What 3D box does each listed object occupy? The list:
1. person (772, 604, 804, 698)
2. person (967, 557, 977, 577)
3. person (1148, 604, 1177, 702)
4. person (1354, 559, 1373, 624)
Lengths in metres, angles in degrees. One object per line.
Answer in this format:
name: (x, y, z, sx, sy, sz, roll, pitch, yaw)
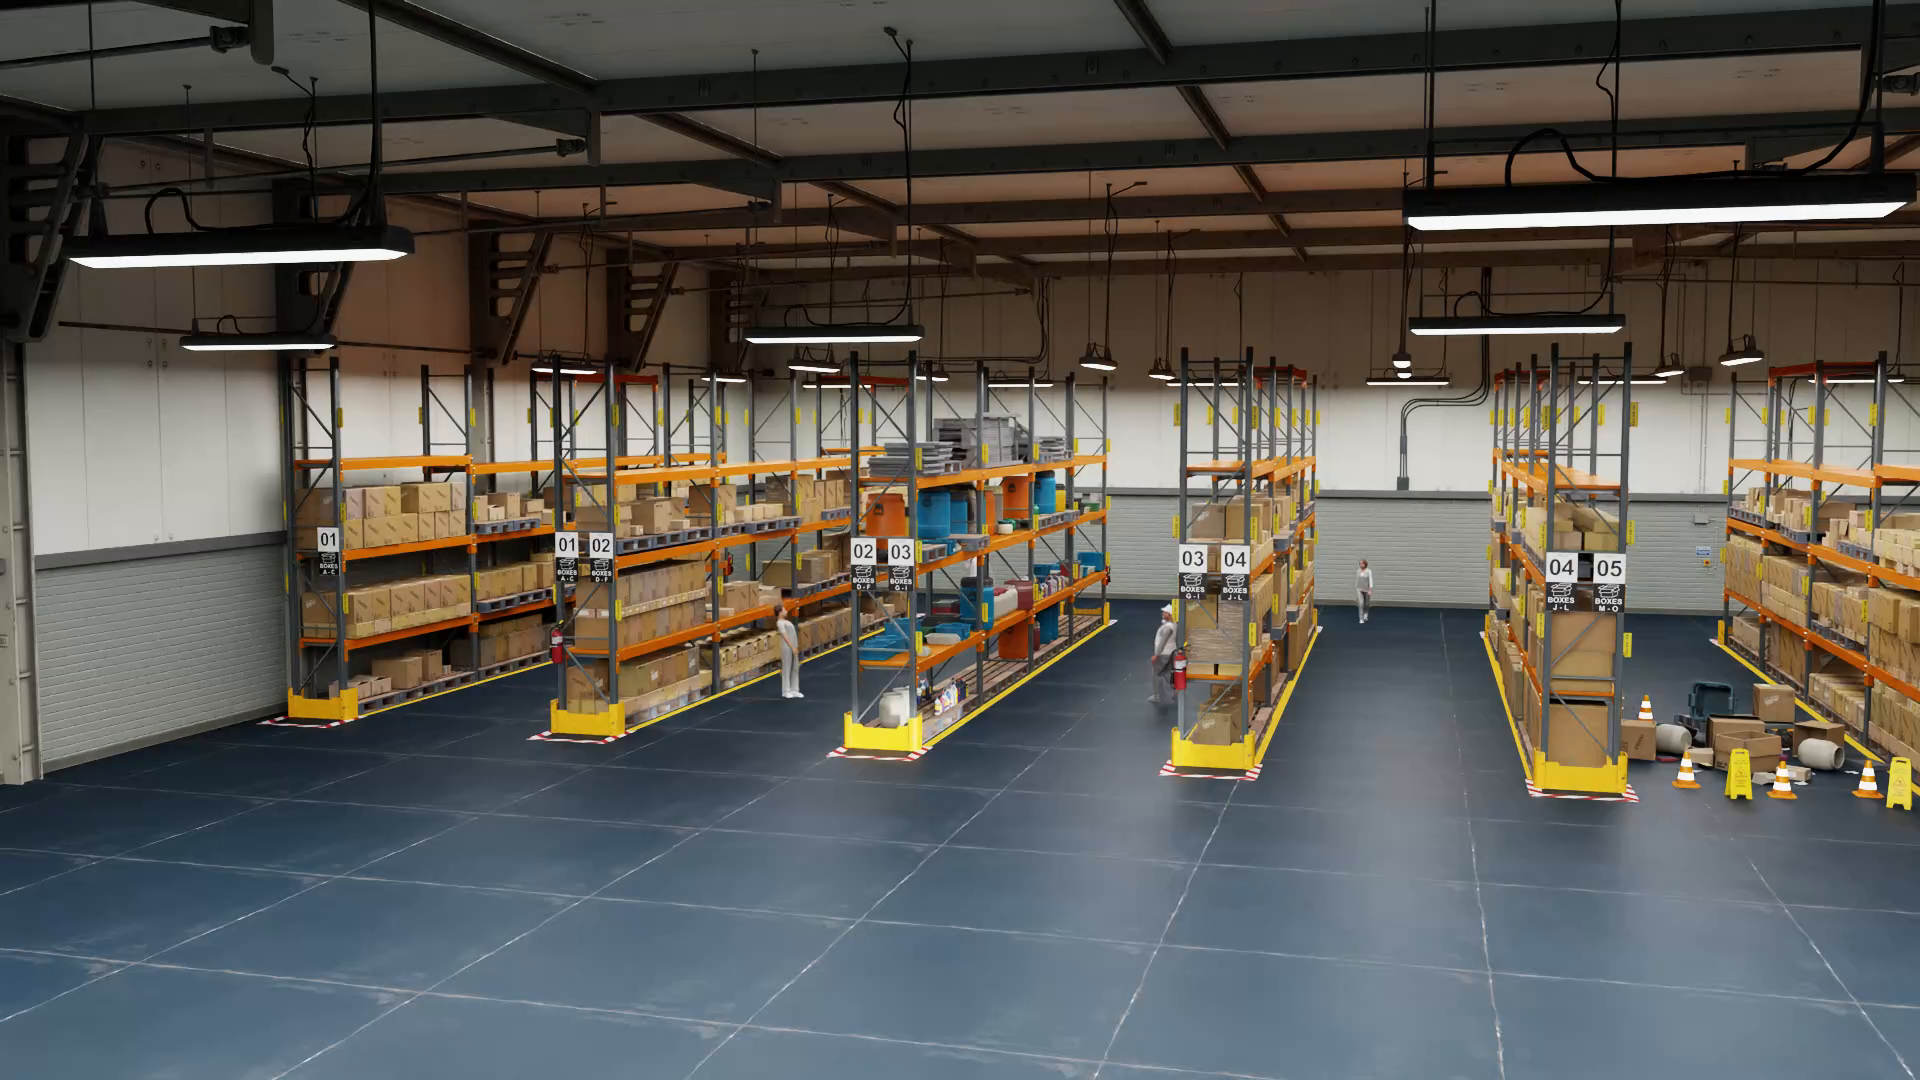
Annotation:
person: (-3.016, 1.974, 29.537, 0.582, 1.687, 0.541, 2, 5, 29)
person: (0.332, 1.081, 41.212, 0.446, 1.785, 0.657, -2, 5, -30)
person: (3.555, 1.993, 29.274, 0.589, 1.752, 0.595, 3, 5, 31)
person: (9.822, 1.237, 40.469, 0.425, 1.560, 0.703, 1, 4, 9)
